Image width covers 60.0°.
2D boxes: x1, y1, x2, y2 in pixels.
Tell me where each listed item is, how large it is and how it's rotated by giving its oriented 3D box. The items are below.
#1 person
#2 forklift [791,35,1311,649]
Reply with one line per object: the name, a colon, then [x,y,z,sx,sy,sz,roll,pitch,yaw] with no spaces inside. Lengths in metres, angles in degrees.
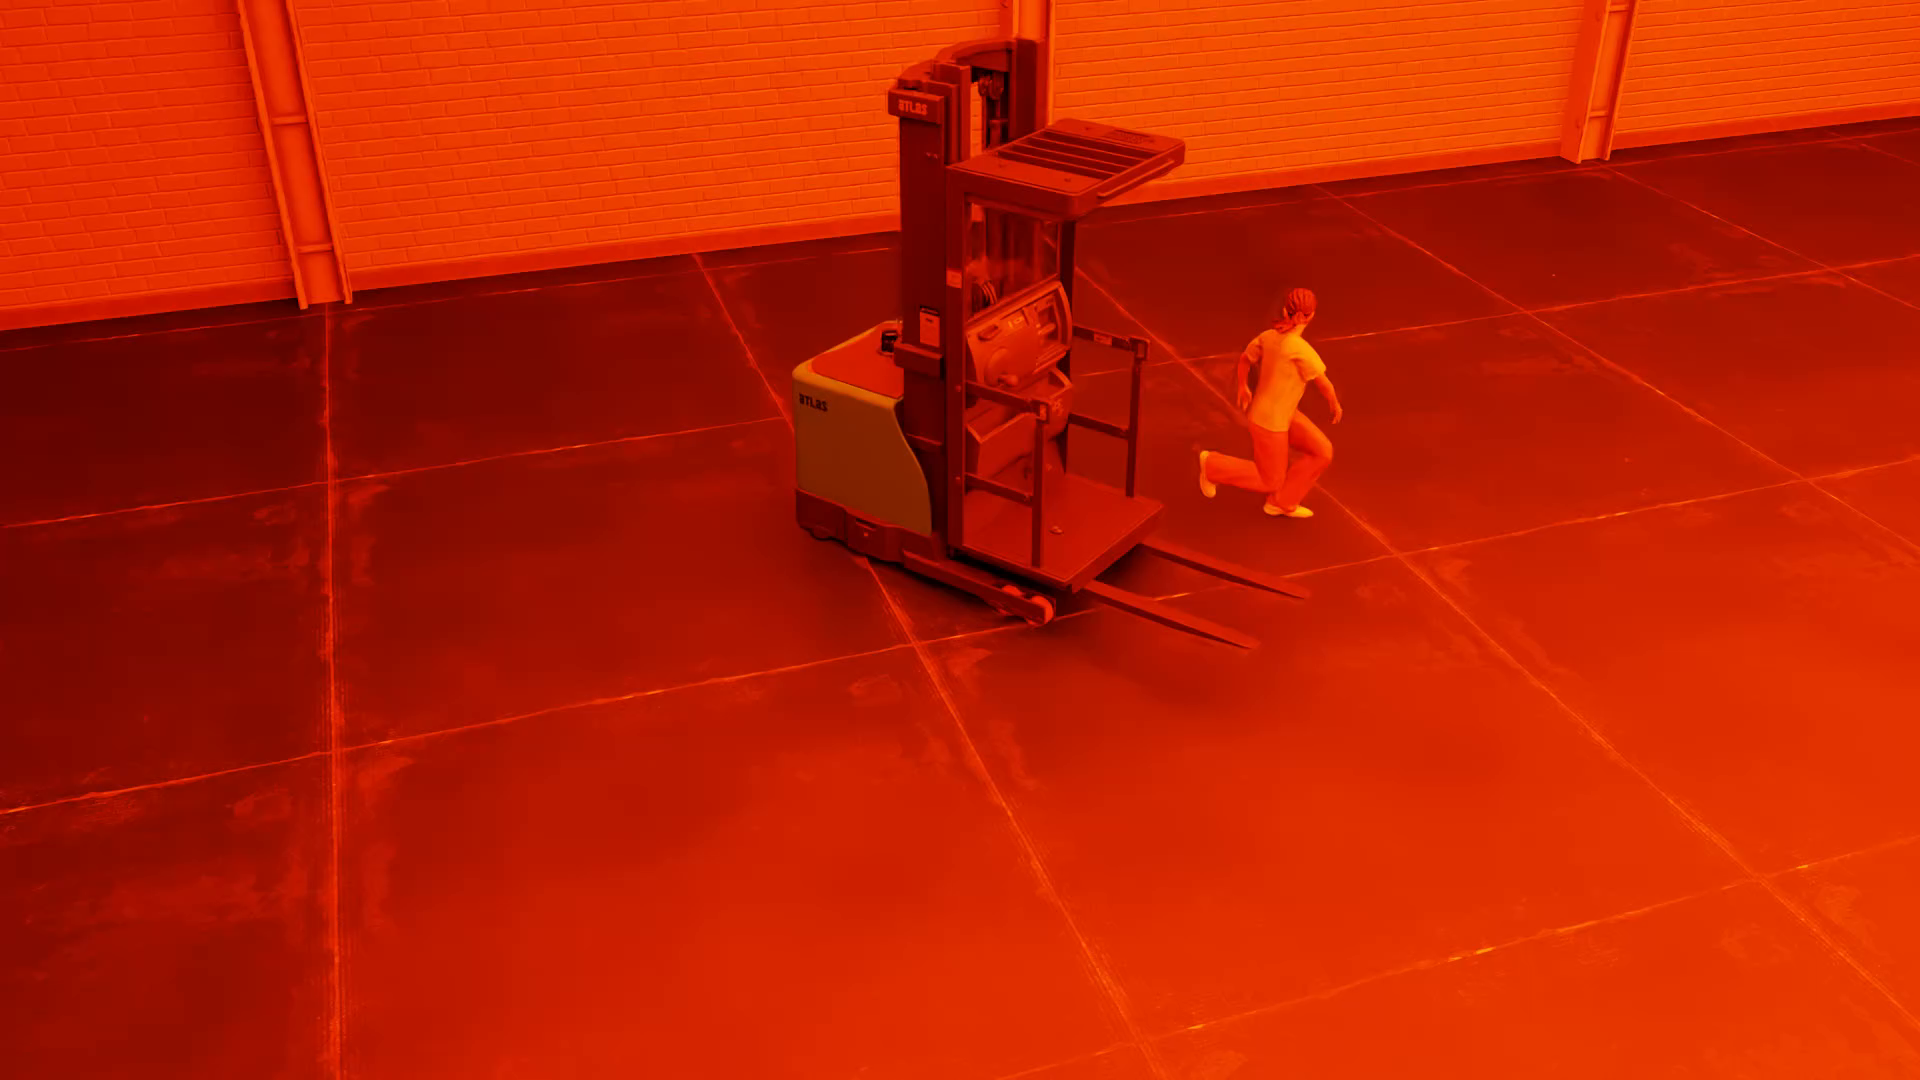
person: [1.886,-0.822,10.042,0.827,1.452,0.557,5,30,9]
forklift: [0.496,-1.093,8.986,3.031,2.935,1.130,20,35,31]
